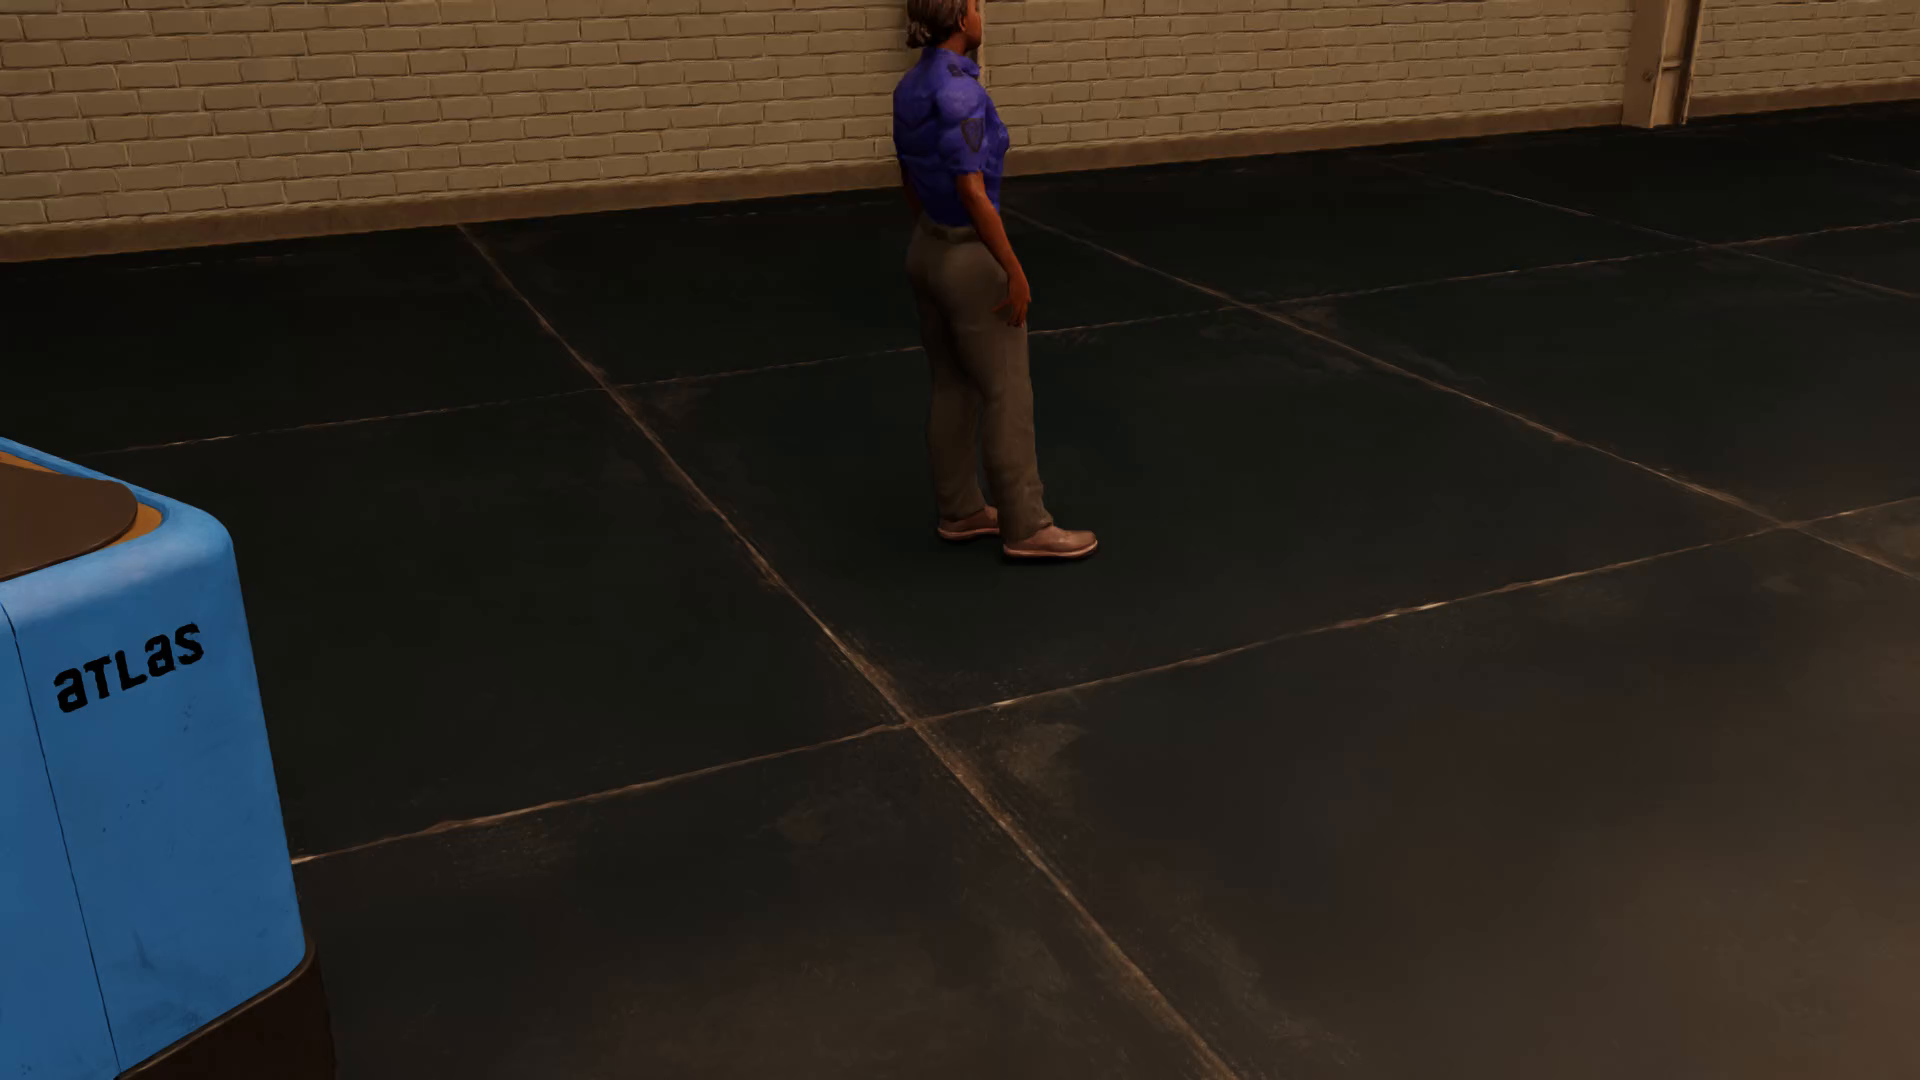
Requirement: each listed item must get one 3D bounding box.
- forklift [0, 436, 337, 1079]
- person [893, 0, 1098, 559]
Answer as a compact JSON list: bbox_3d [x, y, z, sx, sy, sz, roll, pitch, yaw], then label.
[{"bbox_3d":[-2.296,-0.040,1.381,1.130,2.935,3.031,15,27,32],"label":"forklift"},{"bbox_3d":[0.088,-0.778,4.805,0.503,1.654,0.570,-10,25,-23],"label":"person"}]
